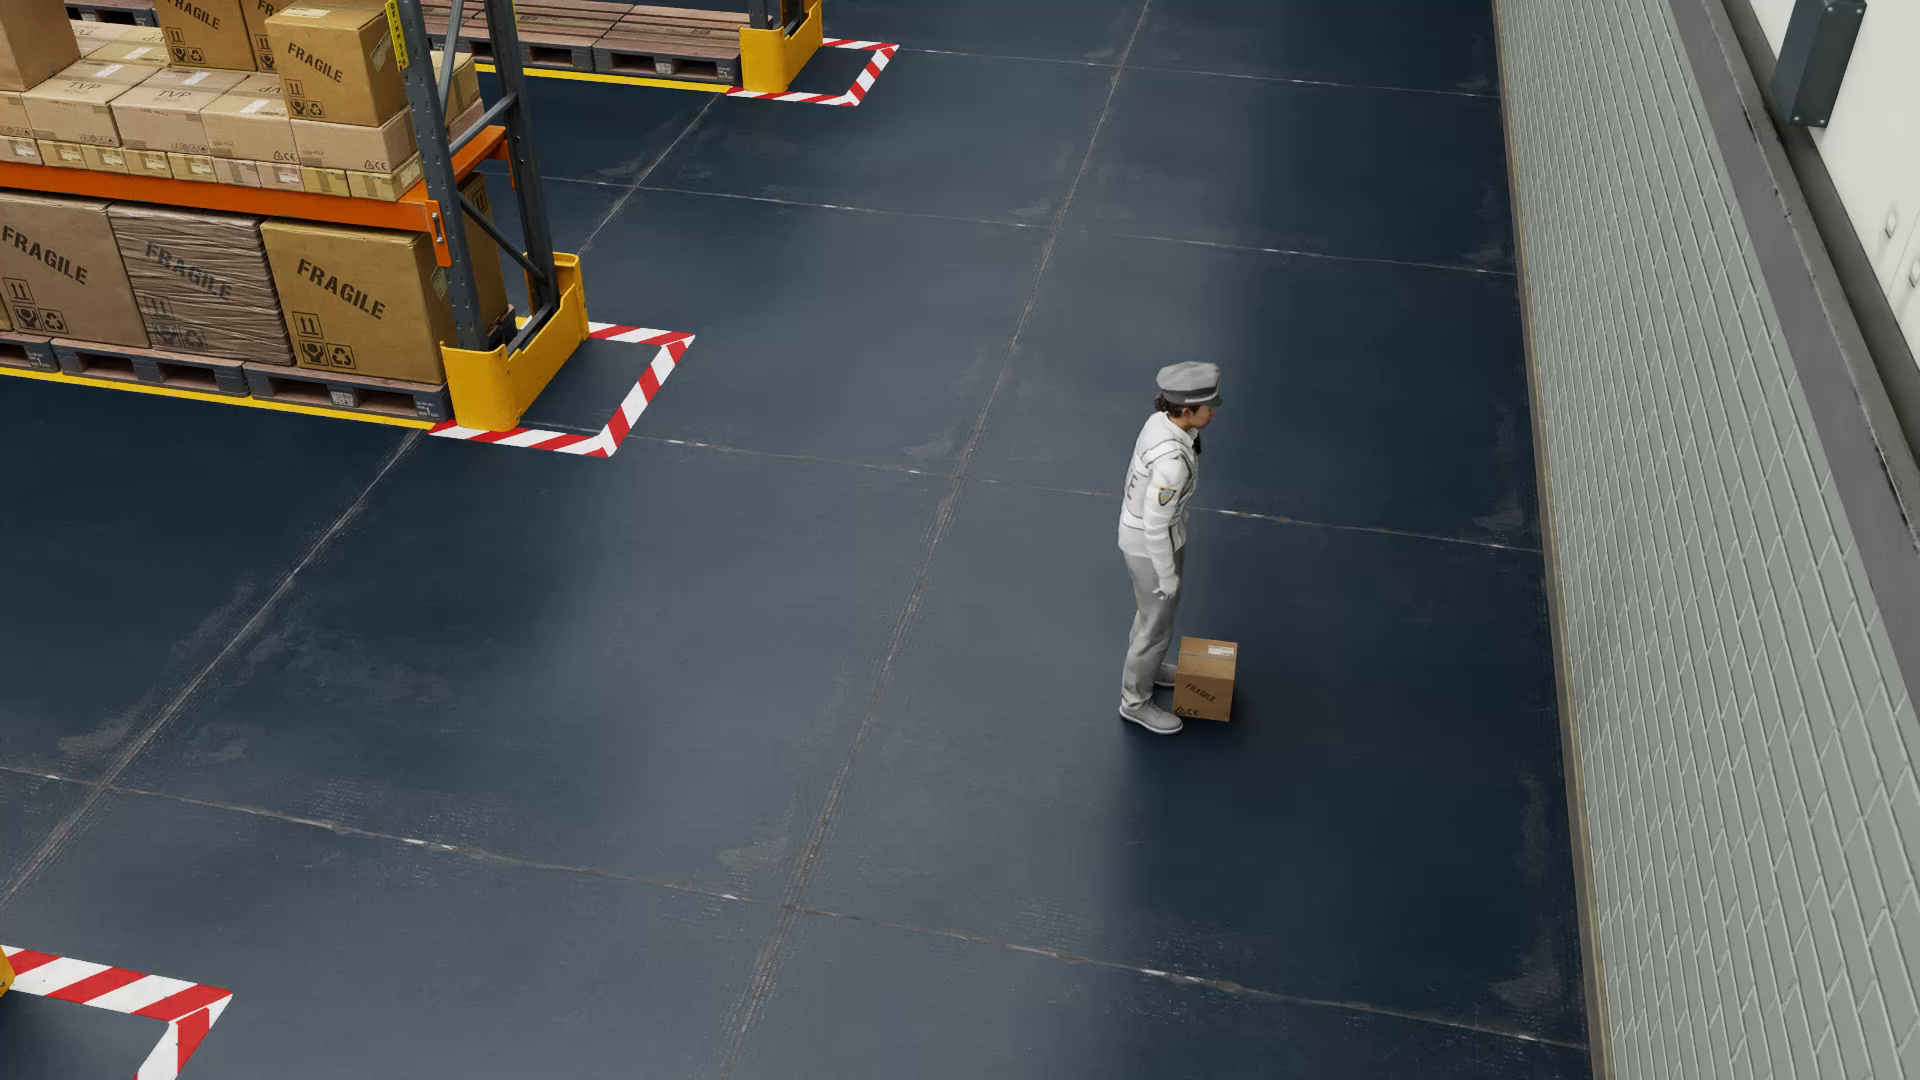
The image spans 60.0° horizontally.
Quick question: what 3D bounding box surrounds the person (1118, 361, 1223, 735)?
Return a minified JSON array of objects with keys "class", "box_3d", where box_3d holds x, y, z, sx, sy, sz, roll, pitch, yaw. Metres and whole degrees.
[{"class":"person","box_3d":[0.844,0.013,6.940,0.371,1.666,0.547,6,37,7]}]
